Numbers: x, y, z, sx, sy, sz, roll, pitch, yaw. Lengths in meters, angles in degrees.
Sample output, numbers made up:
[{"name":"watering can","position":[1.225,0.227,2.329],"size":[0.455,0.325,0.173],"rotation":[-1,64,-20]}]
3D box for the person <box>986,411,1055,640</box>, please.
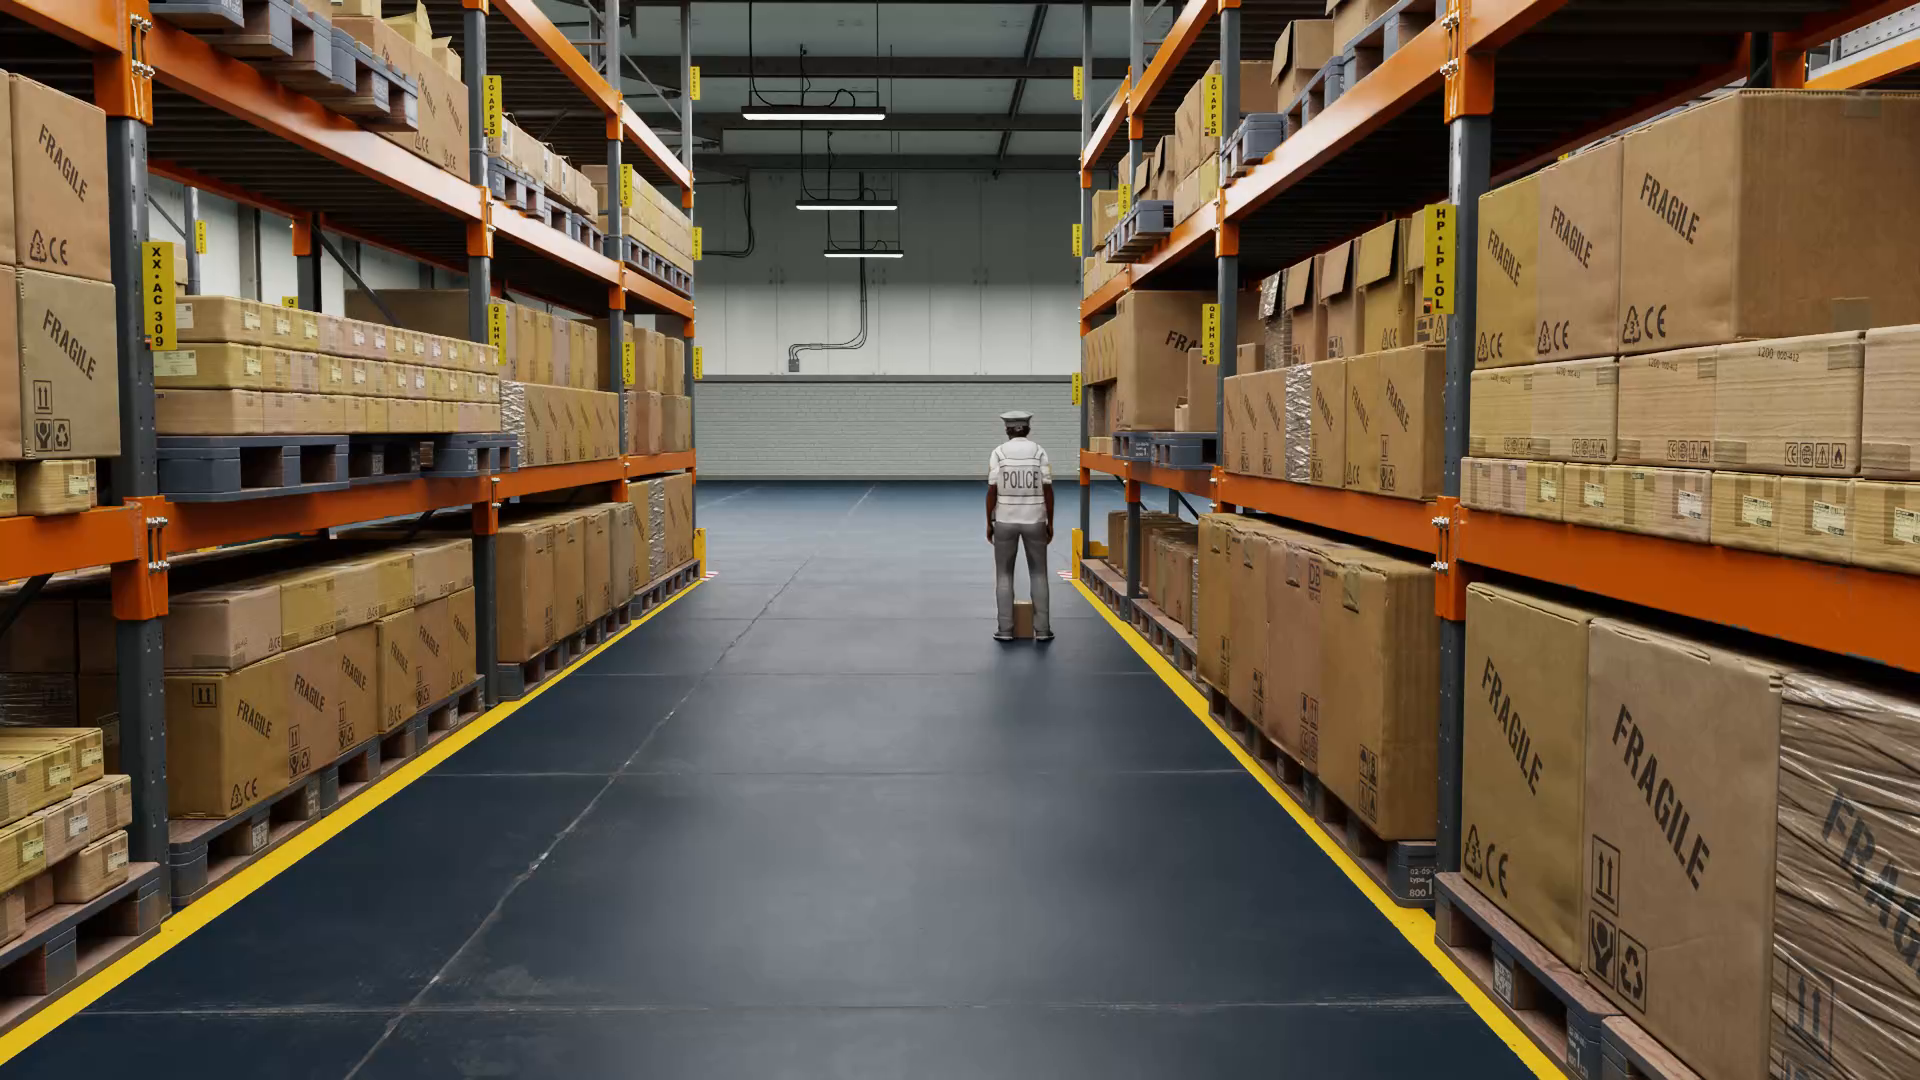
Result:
[{"name":"person","position":[0.440,-0.105,12.053],"size":[0.505,1.659,0.323],"rotation":[0,4,-1]}]
